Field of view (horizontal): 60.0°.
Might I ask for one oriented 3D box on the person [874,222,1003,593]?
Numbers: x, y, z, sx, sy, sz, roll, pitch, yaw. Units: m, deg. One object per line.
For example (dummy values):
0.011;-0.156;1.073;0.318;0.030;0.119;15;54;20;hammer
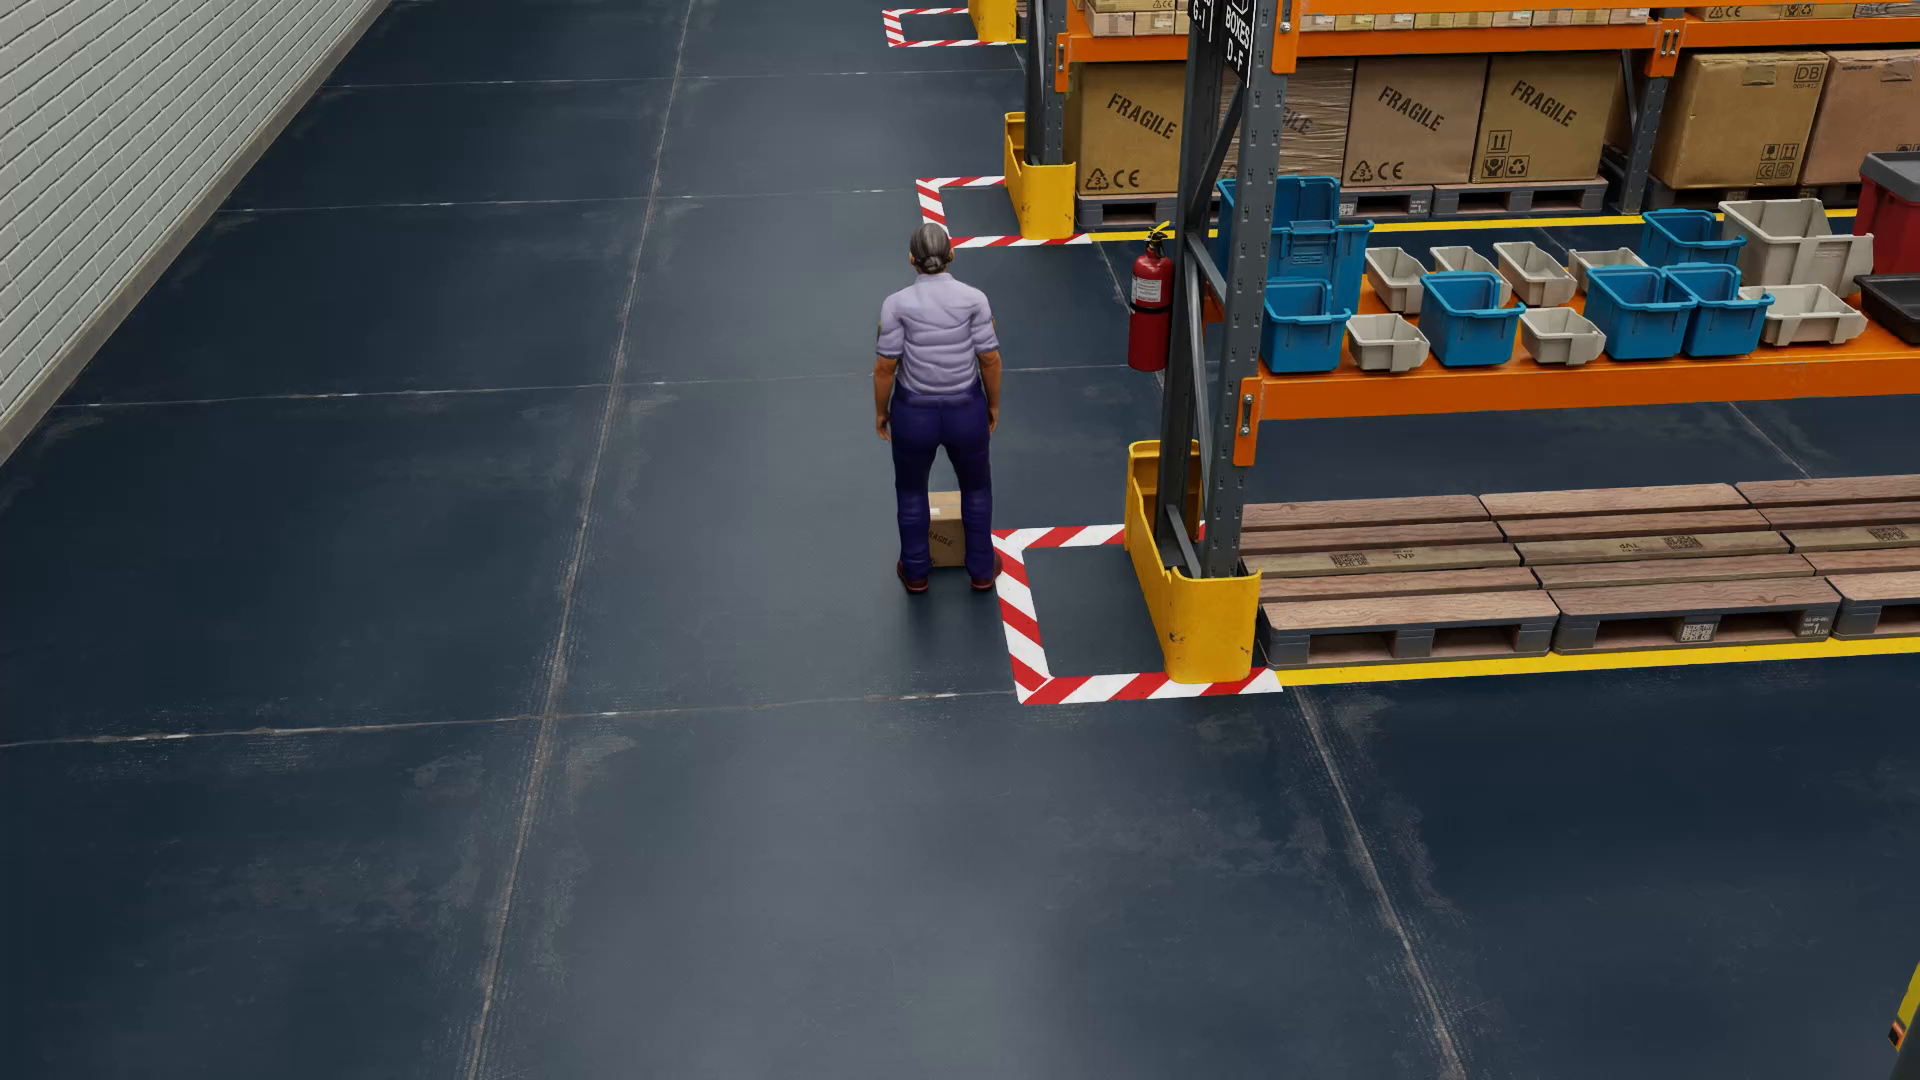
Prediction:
-0.078;-0.525;7.004;0.564;1.652;0.368;-3;31;-4;person
